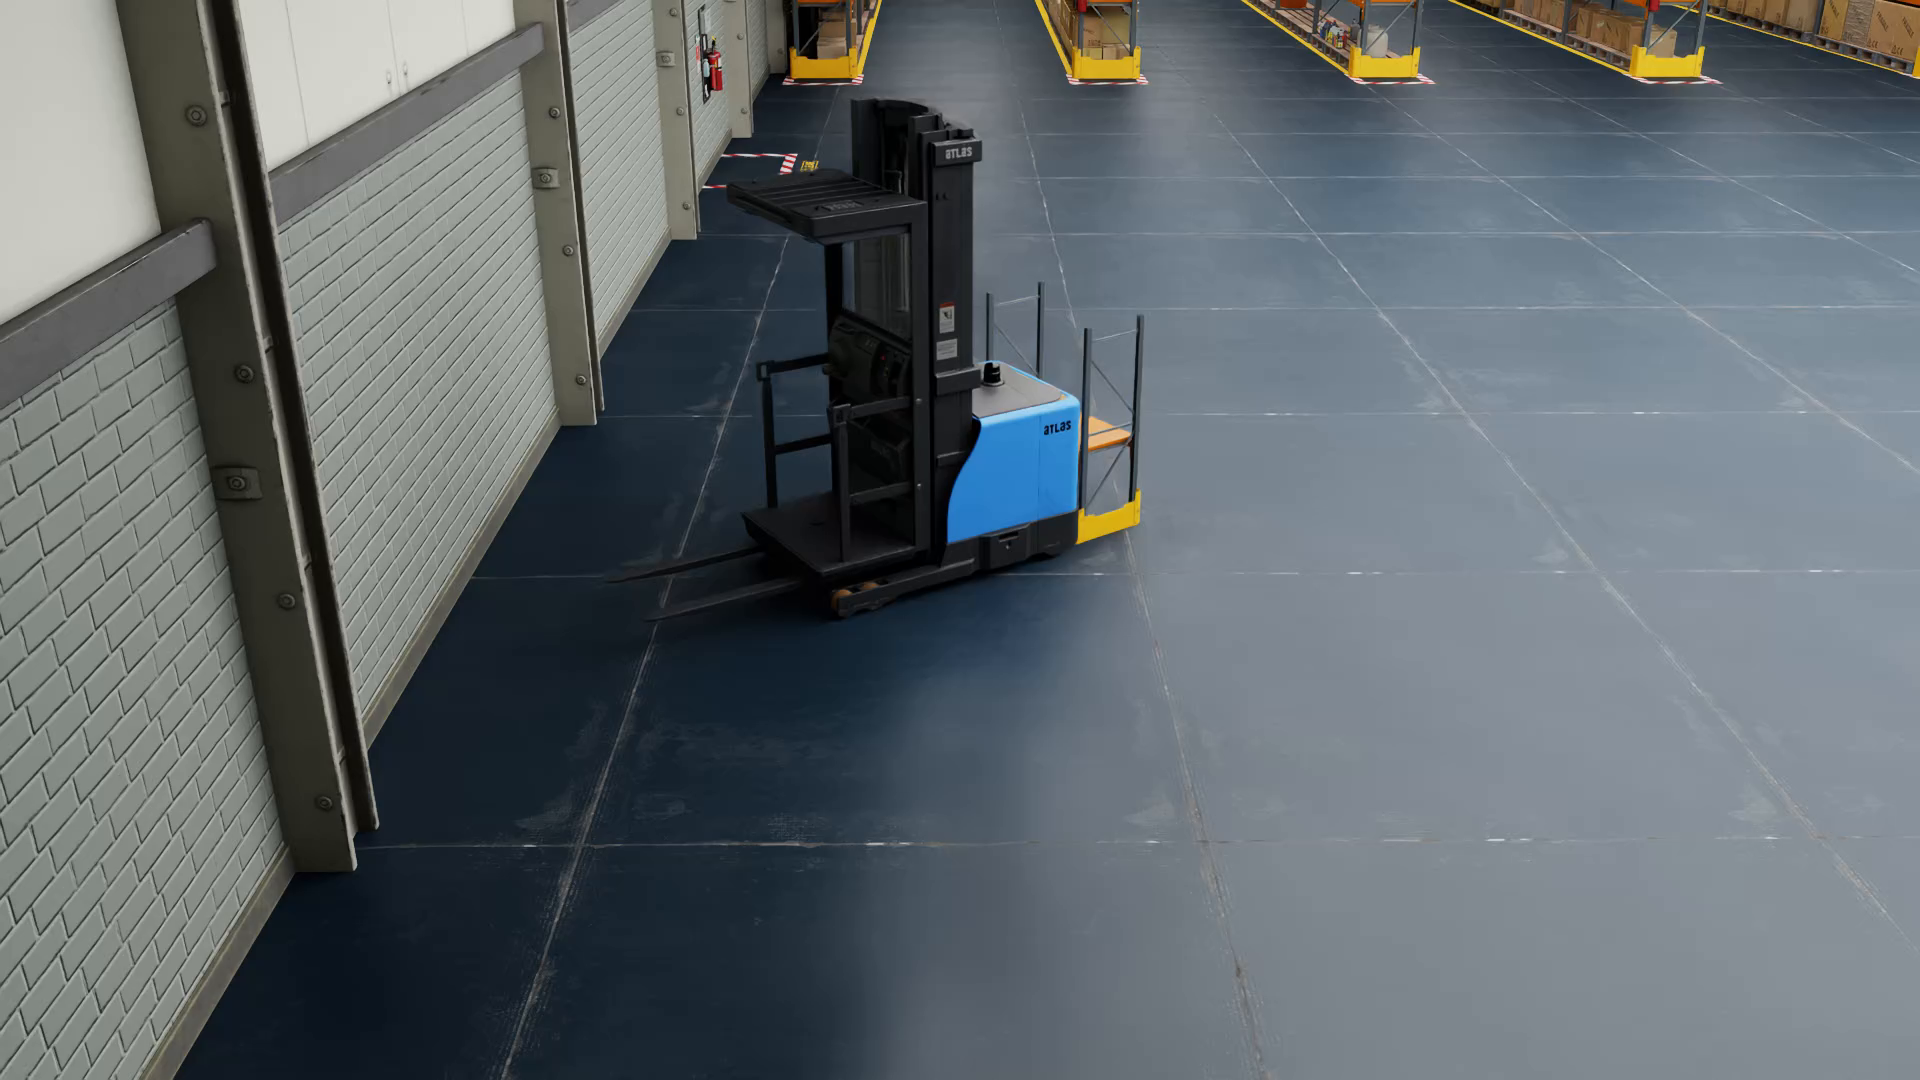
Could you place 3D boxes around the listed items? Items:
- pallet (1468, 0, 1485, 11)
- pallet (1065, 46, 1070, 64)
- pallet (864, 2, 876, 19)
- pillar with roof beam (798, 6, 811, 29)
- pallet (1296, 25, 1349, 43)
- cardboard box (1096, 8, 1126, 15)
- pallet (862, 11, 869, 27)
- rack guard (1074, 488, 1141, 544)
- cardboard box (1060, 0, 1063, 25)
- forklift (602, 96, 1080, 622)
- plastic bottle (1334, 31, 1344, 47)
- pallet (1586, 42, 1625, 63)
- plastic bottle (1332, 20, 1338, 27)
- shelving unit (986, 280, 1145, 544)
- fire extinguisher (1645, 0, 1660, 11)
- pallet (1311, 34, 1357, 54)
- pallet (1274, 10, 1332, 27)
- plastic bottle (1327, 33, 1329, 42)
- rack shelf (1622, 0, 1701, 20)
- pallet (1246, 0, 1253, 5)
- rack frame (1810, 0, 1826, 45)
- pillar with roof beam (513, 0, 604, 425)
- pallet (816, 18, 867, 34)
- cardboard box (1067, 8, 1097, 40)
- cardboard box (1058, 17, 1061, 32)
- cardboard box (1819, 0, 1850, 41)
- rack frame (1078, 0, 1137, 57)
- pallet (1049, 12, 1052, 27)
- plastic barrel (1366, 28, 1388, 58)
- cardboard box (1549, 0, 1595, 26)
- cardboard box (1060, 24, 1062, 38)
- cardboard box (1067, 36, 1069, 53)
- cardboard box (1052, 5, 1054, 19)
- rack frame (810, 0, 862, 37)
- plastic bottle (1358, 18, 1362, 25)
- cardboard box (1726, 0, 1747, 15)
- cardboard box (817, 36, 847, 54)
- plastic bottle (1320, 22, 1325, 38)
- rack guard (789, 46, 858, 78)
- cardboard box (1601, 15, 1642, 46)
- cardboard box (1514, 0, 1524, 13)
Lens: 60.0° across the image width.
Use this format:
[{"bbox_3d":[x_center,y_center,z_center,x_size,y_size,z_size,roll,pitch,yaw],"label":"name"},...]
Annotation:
[{"bbox_3d":[12.436,-12.416,38.446,1.003,0.211,1.213,0,24,-1],"label":"pallet"},{"bbox_3d":[2.500,-9.066,31.040,1.003,0.211,1.213,0,24,-1],"label":"pallet"},{"bbox_3d":[-2.413,-11.848,37.190,1.003,0.211,1.213,0,24,-1],"label":"pallet"},{"bbox_3d":[0.974,-15.006,33.510,9.100,9.000,0.400,0,24,-1],"label":"pillar with roof beam"},{"bbox_3d":[7.423,-10.242,33.640,1.003,0.211,1.213,0,24,-1],"label":"pallet"},{"bbox_3d":[2.752,-9.435,30.387,0.500,0.500,0.500,0,24,-1],"label":"cardboard box"},{"bbox_3d":[-2.473,-11.201,35.759,1.003,0.211,1.213,0,24,-1],"label":"pallet"},{"bbox_3d":[0.989,-0.169,11.319,0.587,0.250,0.087,-17,30,-33],"label":"rack guard"},{"bbox_3d":[2.209,-10.256,32.204,0.500,0.500,0.500,0,24,-1],"label":"cardboard box"},{"bbox_3d":[-0.735,-1.110,10.148,3.031,2.935,1.130,-15,28,-29],"label":"forklift"},{"bbox_3d":[7.080,-9.359,31.075,0.152,0.276,0.135,0,24,0],"label":"plastic bottle"},{"bbox_3d":[12.482,-9.161,31.248,1.003,0.211,1.213,0,24,-1],"label":"pallet"},{"bbox_3d":[7.208,-9.849,32.067,0.144,0.351,0.185,0,24,-1],"label":"plastic bottle"},{"bbox_3d":[0.689,-0.902,11.424,0.587,1.500,1.083,-17,30,-33],"label":"shelving unit"},{"bbox_3d":[12.007,-9.479,28.662,0.296,0.674,0.183,0,24,-1],"label":"fire extinguisher"},{"bbox_3d":[7.436,-9.642,32.313,1.003,0.211,1.213,0,24,-1],"label":"pallet"},{"bbox_3d":[7.396,-11.248,35.863,1.003,0.211,1.213,0,24,-1],"label":"pallet"},{"bbox_3d":[7.046,-9.586,31.667,0.097,0.201,0.097,0,24,0],"label":"plastic bottle"},{"bbox_3d":[12.445,-10.060,30.726,1.077,0.370,4.000,0,24,-1],"label":"rack shelf"},{"bbox_3d":[7.350,-12.897,39.510,1.003,0.211,1.213,0,24,-1],"label":"pallet"},{"bbox_3d":[17.384,-11.192,32.357,1.000,3.000,0.127,0,24,-1],"label":"rack frame"},{"bbox_3d":[1.236,-5.117,11.643,9.100,9.000,0.400,0,24,-1],"label":"pillar with roof beam"},{"bbox_3d":[-2.462,-10.699,34.650,1.003,0.211,1.213,0,24,-1],"label":"pallet"},{"bbox_3d":[2.232,-9.432,30.382,0.500,0.500,0.500,0,24,-1],"label":"cardboard box"},{"bbox_3d":[2.223,-10.277,33.159,0.500,0.250,0.500,0,24,-1],"label":"cardboard box"},{"bbox_3d":[17.321,-10.156,32.134,0.875,0.875,0.875,0,24,0],"label":"cardboard box"},{"bbox_3d":[2.561,-9.520,28.660,1.000,3.000,0.127,0,24,-1],"label":"rack frame"},{"bbox_3d":[2.444,-11.207,35.773,1.003,0.211,1.213,0,24,-1],"label":"pallet"},{"bbox_3d":[7.430,-8.870,29.731,0.421,0.512,0.421,0,24,0],"label":"plastic barrel"},{"bbox_3d":[12.452,-10.723,33.818,0.700,0.500,0.500,0,24,-1],"label":"cardboard box"},{"bbox_3d":[2.219,-9.915,32.359,0.500,0.250,0.500,0,24,-1],"label":"cardboard box"},{"bbox_3d":[2.235,-9.091,30.537,0.500,0.250,0.500,0,24,-1],"label":"cardboard box"},{"bbox_3d":[2.204,-11.117,35.017,0.500,0.250,0.500,-1,24,-2],"label":"cardboard box"},{"bbox_3d":[-2.436,-11.145,32.252,1.000,3.000,0.127,0,24,-1],"label":"rack frame"},{"bbox_3d":[7.766,-9.919,32.222,0.144,0.351,0.185,-1,24,-2],"label":"plastic bottle"},{"bbox_3d":[17.257,-11.756,35.822,1.050,0.750,0.750,-1,24,-1],"label":"cardboard box"},{"bbox_3d":[-2.316,-8.992,30.221,0.500,0.311,0.500,2,24,4],"label":"cardboard box"},{"bbox_3d":[7.066,-9.882,32.232,0.152,0.276,0.135,1,24,1],"label":"plastic bottle"},{"bbox_3d":[-2.393,-8.389,29.192,1.175,0.500,0.348,0,24,-1],"label":"rack guard"},{"bbox_3d":[12.487,-9.608,31.377,0.500,0.500,0.500,-2,24,-5],"label":"cardboard box"},{"bbox_3d":[12.407,-11.645,35.858,0.700,0.500,0.500,-2,24,-3],"label":"cardboard box"}]
